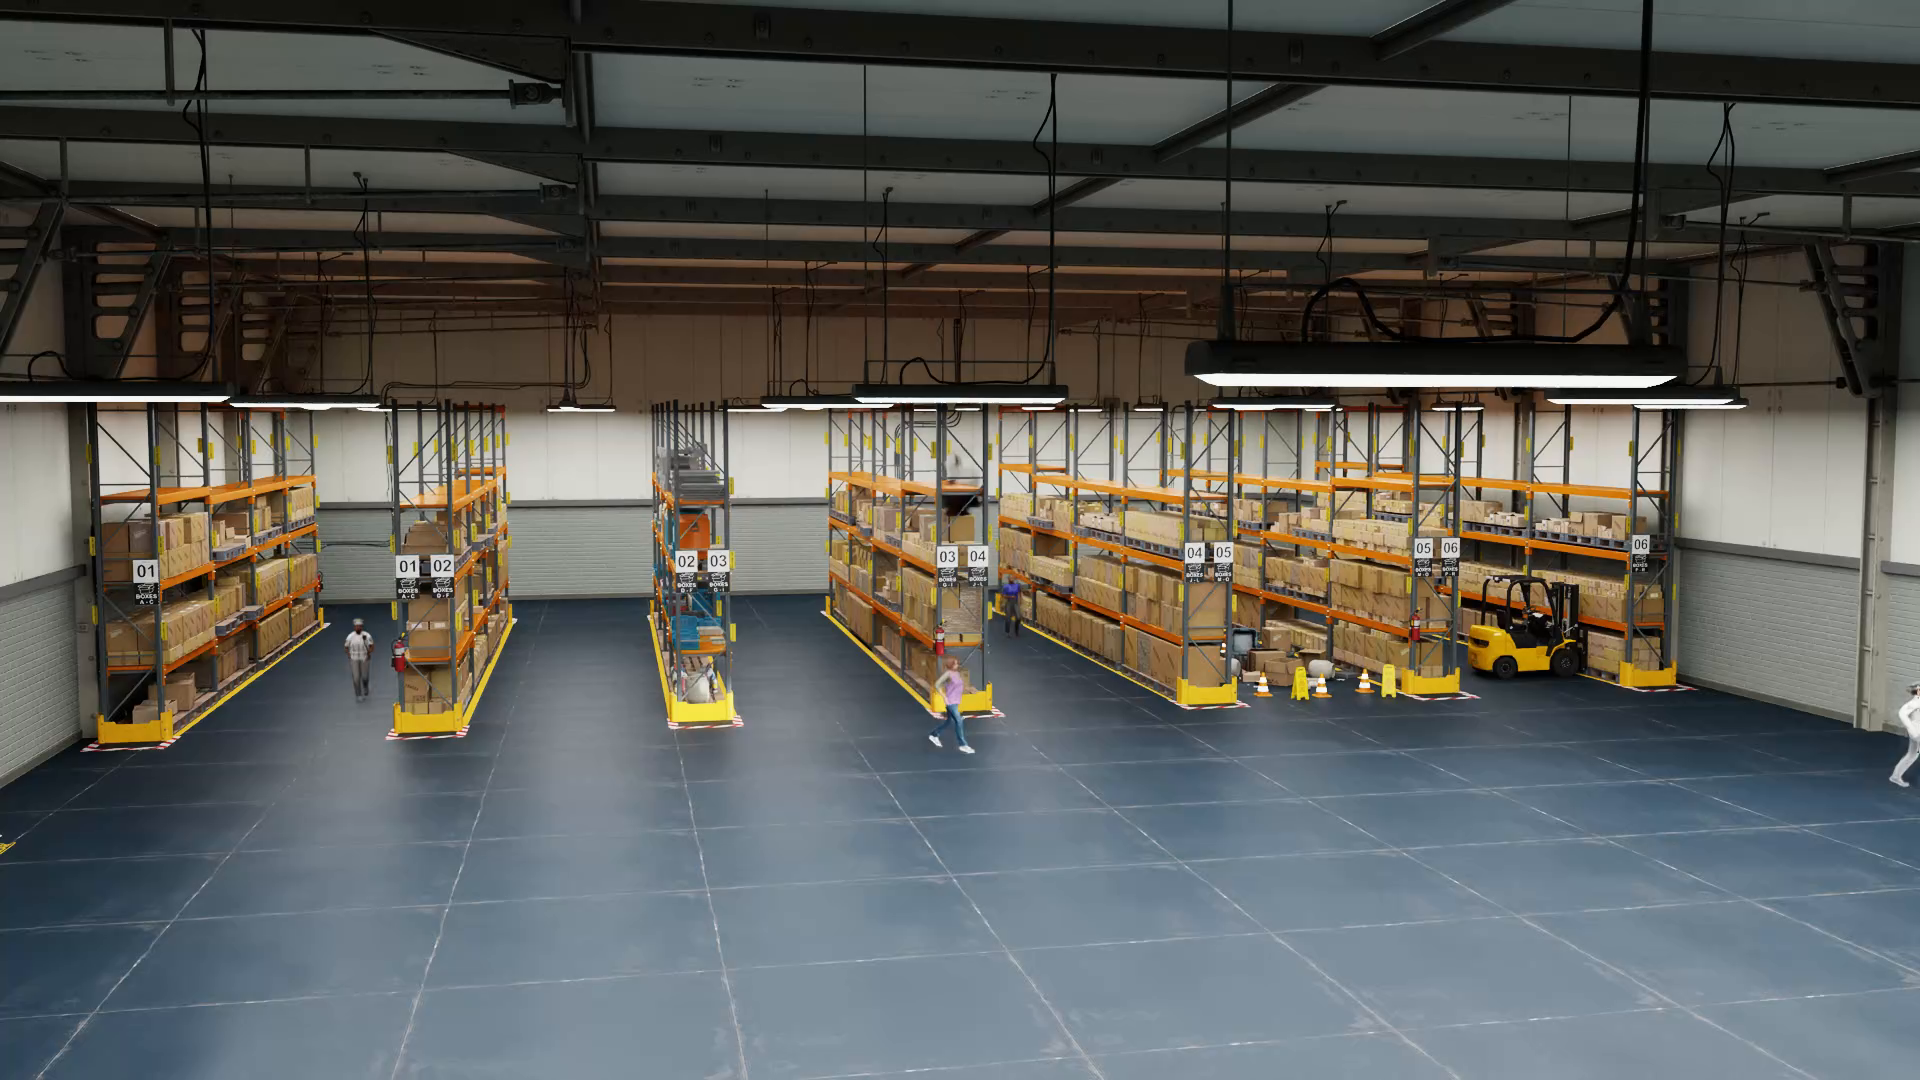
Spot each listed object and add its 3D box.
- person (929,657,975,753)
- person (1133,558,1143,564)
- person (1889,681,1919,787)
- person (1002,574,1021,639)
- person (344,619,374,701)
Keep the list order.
[{"bbox_3d":[-0.143,2.778,28.150,0.871,1.596,0.539,2,5,22],"label":"person"},{"bbox_3d":[5.444,1.100,50.905,0.541,1.592,0.650,-1,4,-11],"label":"person"},{"bbox_3d":[14.536,2.983,25.195,0.717,1.752,0.578,3,5,32],"label":"person"},{"bbox_3d":[1.355,1.706,42.502,0.570,1.679,0.676,-1,4,-15],"label":"person"},{"bbox_3d":[-12.022,2.390,33.266,0.573,1.650,0.543,-1,5,-18],"label":"person"}]
